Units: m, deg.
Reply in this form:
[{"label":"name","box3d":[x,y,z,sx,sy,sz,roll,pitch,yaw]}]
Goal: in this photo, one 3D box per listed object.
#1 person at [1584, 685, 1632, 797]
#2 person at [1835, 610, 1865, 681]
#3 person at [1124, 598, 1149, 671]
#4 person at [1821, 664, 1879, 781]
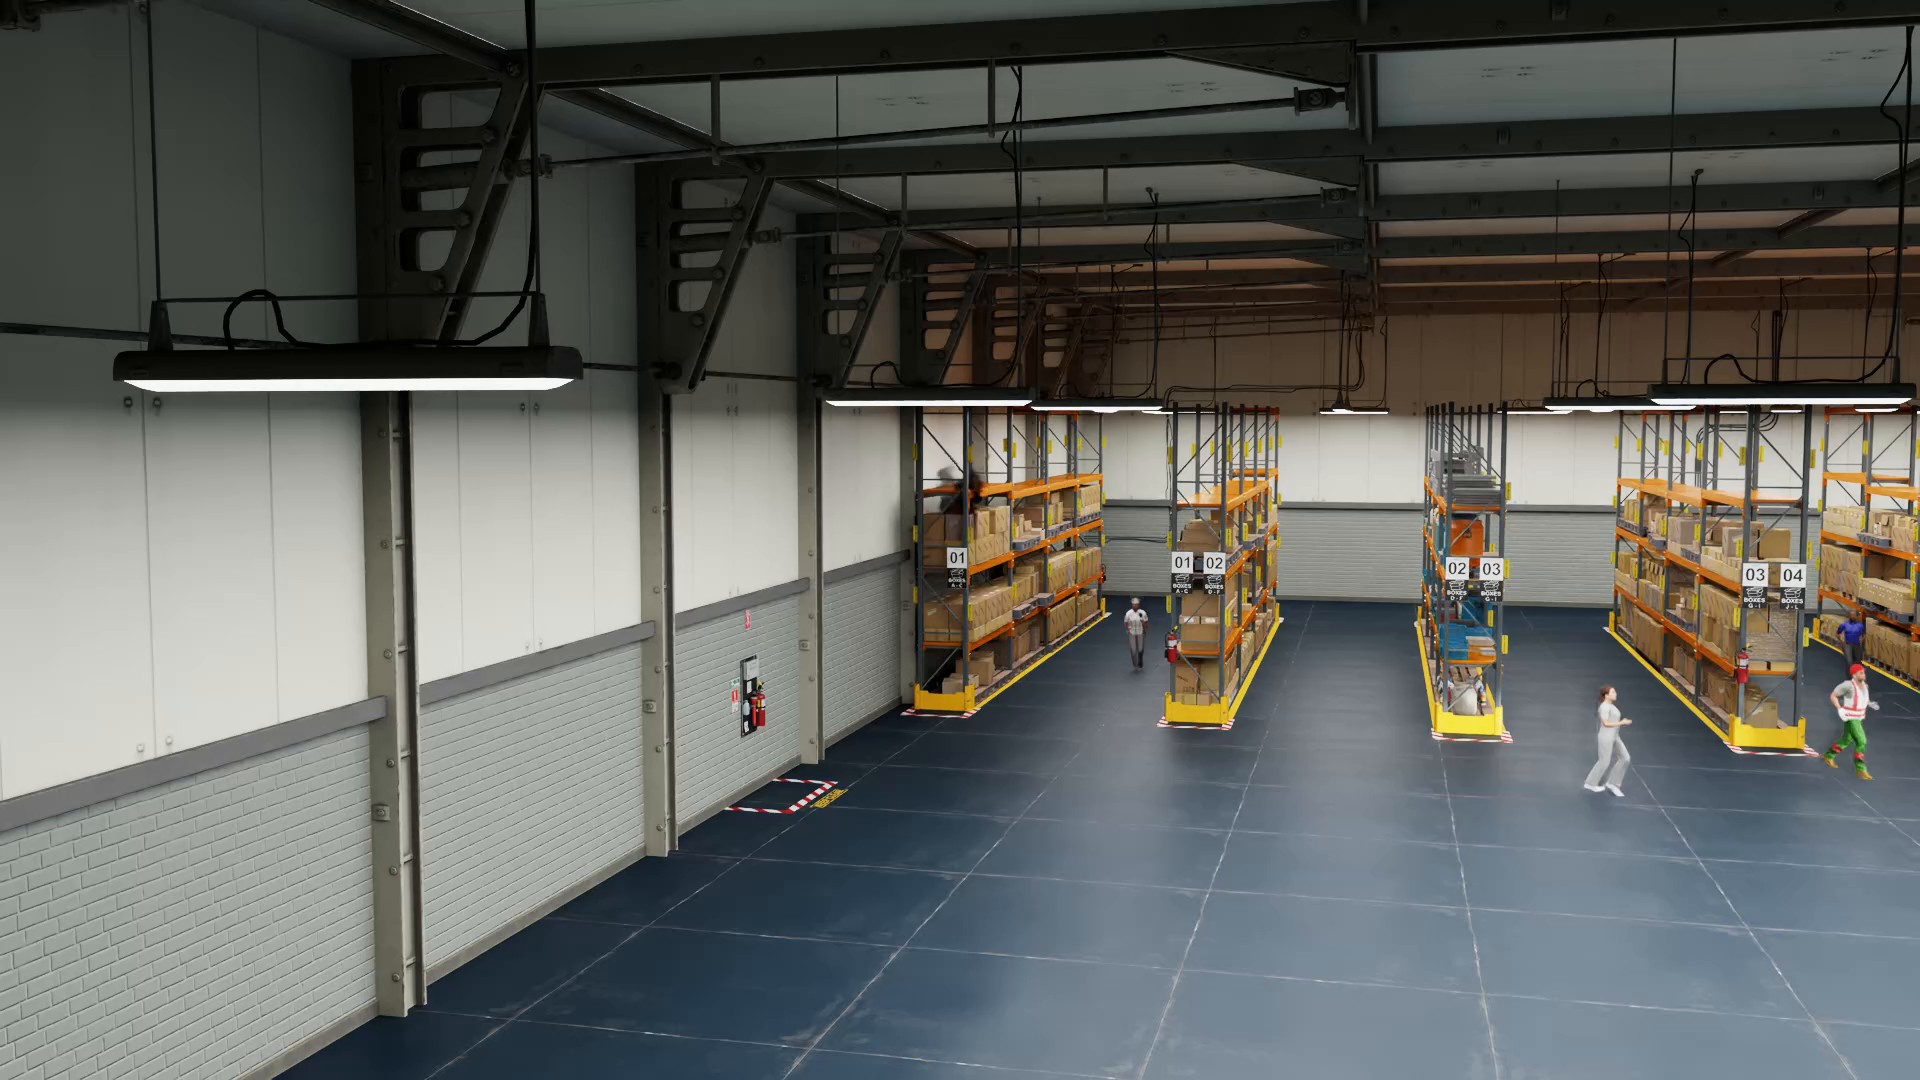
[{"label":"person","box3d":[9.807,3.035,25.116,0.691,1.705,0.544,3,5,39]},{"label":"person","box3d":[19.012,2.295,35.511,0.579,1.607,0.678,1,4,15]},{"label":"person","box3d":[3.966,2.128,37.439,0.550,1.654,0.507,0,4,6]},{"label":"person","box3d":[14.216,2.863,26.544,0.626,1.809,0.898,-3,5,-32]}]
